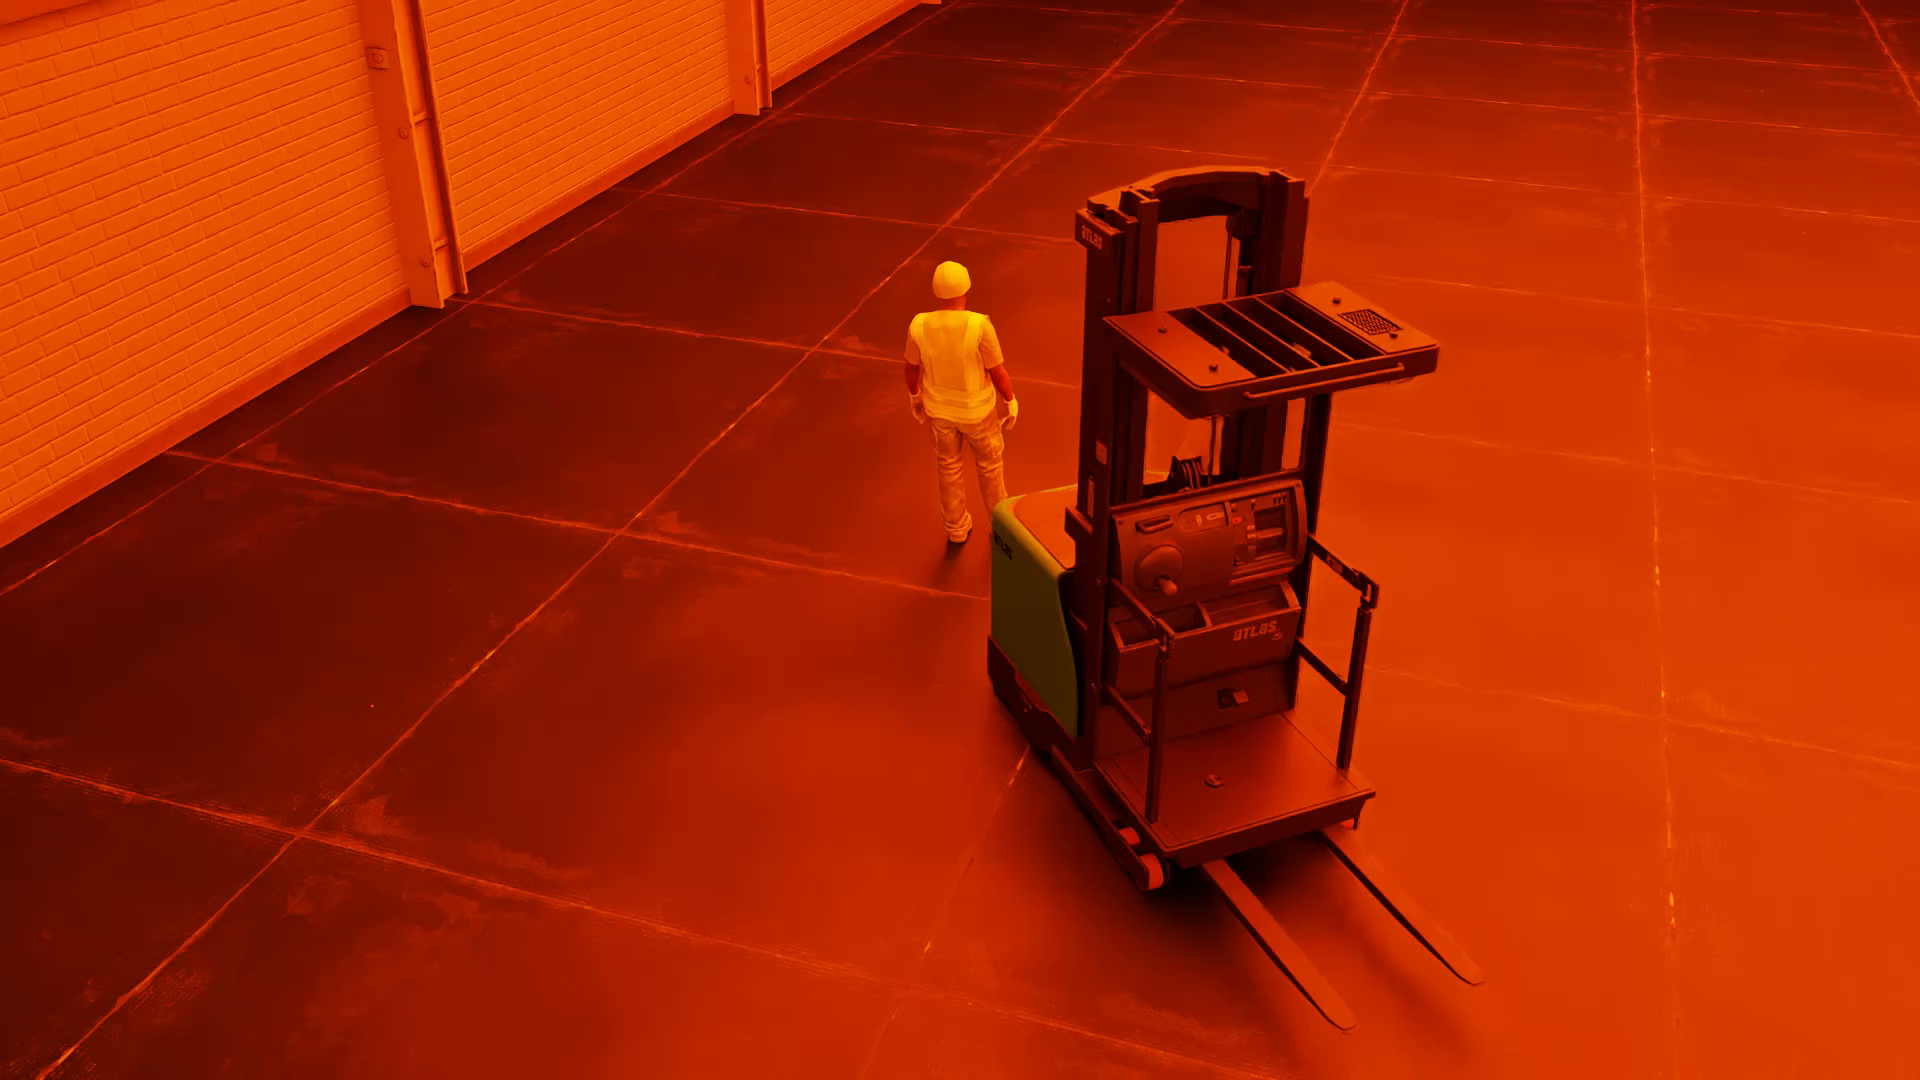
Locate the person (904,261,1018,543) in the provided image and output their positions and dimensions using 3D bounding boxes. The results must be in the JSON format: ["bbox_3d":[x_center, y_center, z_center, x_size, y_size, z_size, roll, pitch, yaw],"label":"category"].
[{"bbox_3d":[0.031,-0.813,9.708,0.656,1.781,0.576,10,31,16],"label":"person"}]

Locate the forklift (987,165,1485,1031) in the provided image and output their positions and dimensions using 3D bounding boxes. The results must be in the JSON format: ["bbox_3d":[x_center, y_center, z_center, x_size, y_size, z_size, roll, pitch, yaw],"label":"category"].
[{"bbox_3d":[1.183,0.040,7.066,1.130,2.935,3.031,-12,32,-20],"label":"forklift"}]
